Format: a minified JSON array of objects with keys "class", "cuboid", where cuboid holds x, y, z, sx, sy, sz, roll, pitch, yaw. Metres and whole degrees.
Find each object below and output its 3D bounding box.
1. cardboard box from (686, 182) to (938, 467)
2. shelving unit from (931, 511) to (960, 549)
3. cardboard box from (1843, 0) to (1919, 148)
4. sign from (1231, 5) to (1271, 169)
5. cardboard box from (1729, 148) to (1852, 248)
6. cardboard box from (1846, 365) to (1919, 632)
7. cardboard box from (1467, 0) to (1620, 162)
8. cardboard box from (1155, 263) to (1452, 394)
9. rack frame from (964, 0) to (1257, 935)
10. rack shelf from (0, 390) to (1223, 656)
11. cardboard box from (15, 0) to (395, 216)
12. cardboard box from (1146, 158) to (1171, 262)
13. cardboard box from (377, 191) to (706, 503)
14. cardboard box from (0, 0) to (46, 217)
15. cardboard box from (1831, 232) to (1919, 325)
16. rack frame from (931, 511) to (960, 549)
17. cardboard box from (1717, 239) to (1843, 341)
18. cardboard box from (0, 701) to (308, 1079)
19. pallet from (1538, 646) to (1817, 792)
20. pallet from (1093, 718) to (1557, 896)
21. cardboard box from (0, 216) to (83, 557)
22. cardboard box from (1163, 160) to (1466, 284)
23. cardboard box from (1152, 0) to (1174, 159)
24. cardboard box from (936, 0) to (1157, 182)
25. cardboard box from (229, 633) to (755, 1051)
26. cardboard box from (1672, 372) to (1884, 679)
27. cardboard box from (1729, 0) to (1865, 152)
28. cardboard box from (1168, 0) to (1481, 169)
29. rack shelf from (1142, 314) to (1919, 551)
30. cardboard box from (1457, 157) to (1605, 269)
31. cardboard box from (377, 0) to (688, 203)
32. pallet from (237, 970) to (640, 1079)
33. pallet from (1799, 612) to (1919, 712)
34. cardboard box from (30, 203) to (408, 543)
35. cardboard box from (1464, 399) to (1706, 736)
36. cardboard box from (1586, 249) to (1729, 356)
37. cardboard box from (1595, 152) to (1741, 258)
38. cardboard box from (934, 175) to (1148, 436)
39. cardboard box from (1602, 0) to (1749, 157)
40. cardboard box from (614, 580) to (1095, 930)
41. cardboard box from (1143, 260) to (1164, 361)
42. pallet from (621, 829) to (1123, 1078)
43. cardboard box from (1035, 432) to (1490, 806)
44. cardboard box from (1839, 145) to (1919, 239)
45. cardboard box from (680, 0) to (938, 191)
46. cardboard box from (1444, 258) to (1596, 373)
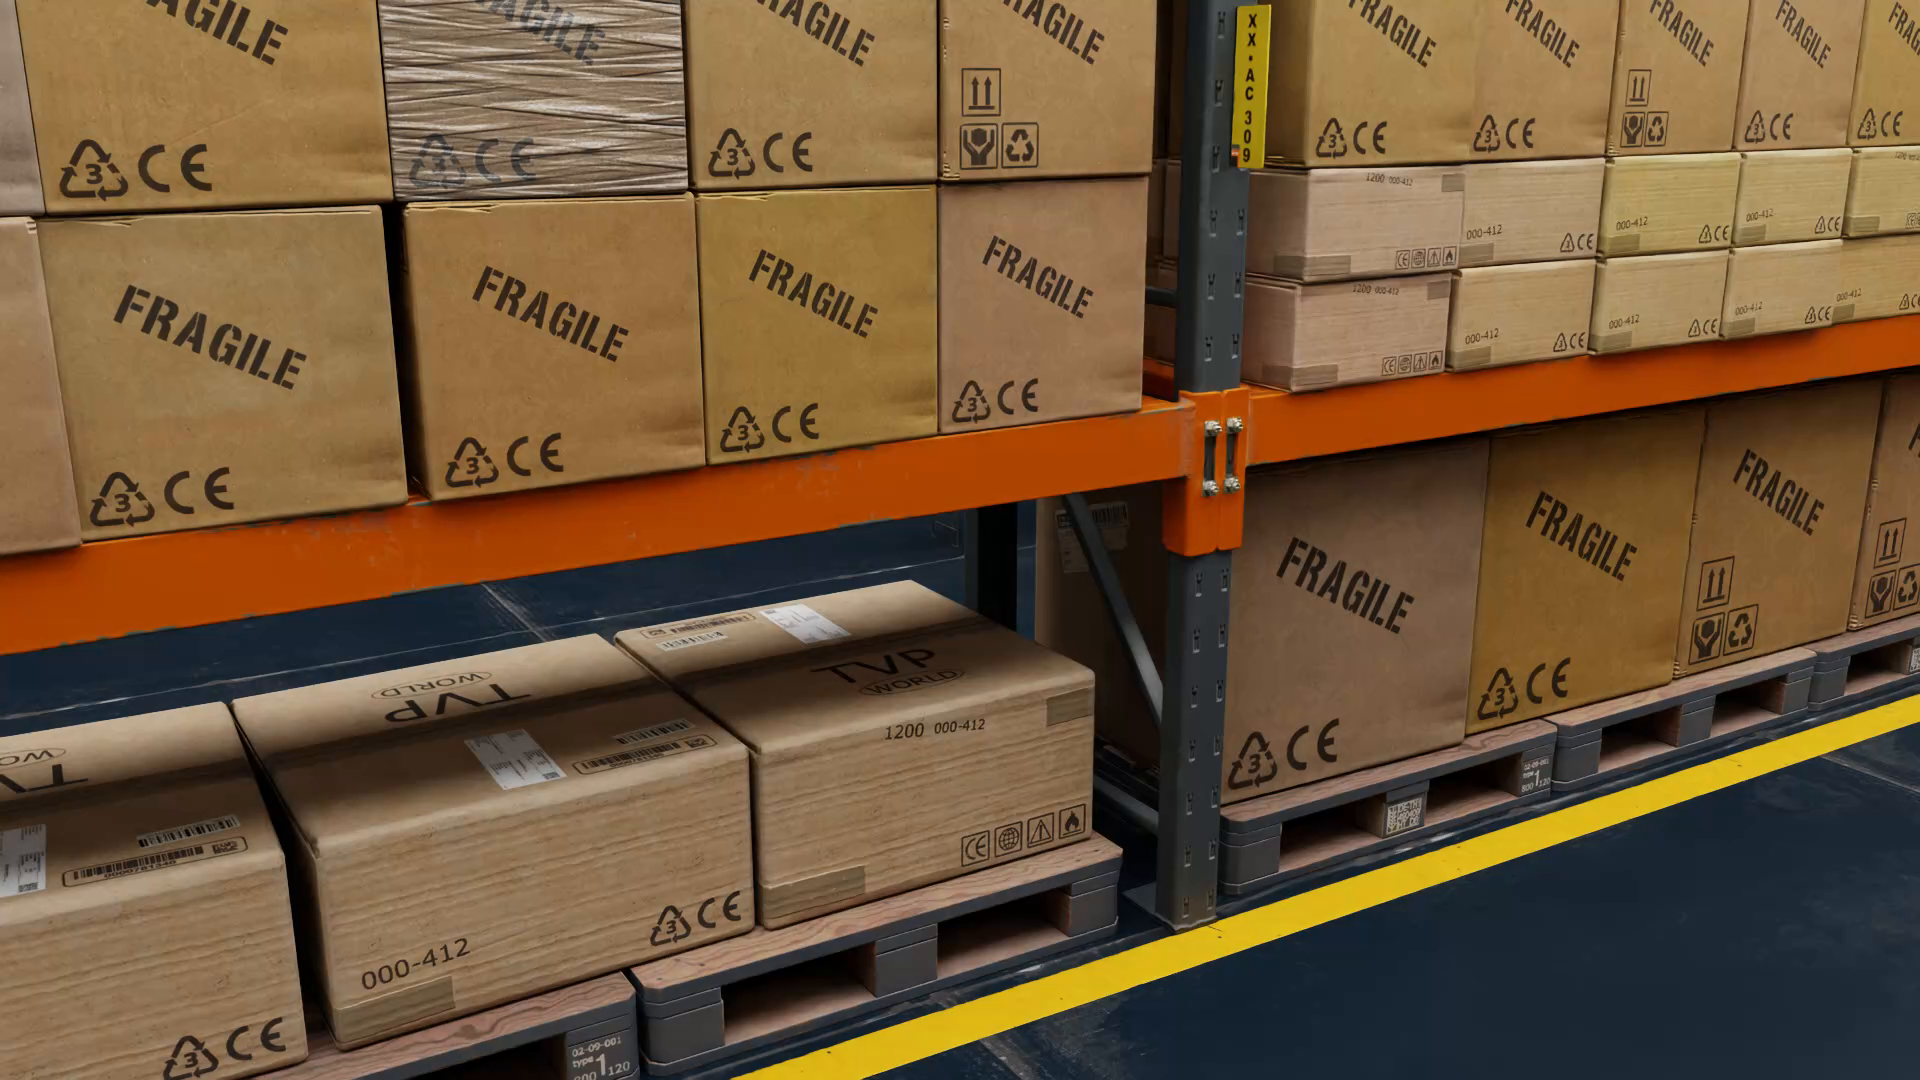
[{"class":"cardboard box","cuboid":[-0.386,-0.467,3.334,0.500,0.500,0.500,-10,18,-31]},{"class":"shelving unit","cuboid":[0.012,-0.580,7.255,0.189,1.200,0.258,-9,18,-30]},{"class":"cardboard box","cuboid":[2.574,-1.428,4.908,0.500,0.500,0.500,-9,18,-30]},{"class":"sign","cuboid":[0.605,-0.942,3.463,0.005,0.325,0.100,-9,18,-30]},{"class":"cardboard box","cuboid":[2.151,-0.994,4.748,0.500,0.250,0.500,-10,18,-31]},{"class":"cardboard box","cuboid":[3.112,-0.274,5.987,0.875,0.875,0.875,-9,18,-30]},{"class":"cardboard box","cuboid":[1.265,-1.217,4.155,0.500,0.500,0.500,-9,18,-30]},{"class":"cardboard box","cuboid":[0.831,-0.543,4.068,0.500,0.250,0.500,-10,18,-31]},{"class":"rack frame","cuboid":[0.318,-0.615,4.048,0.127,3.000,1.000,-9,18,-30]},{"class":"rack shelf","cuboid":[-1.396,0.009,3.153,4.000,0.370,1.077,-9,18,-30]},{"class":"cardboard box","cuboid":[-1.249,-0.806,2.690,0.500,0.500,0.500,-9,18,-29]},{"class":"cardboard box","cuboid":[0.571,-0.901,4.420,0.500,0.250,0.500,-9,18,-30]},{"class":"cardboard box","cuboid":[-0.810,-0.394,3.072,0.500,0.500,0.500,-10,18,-31]},{"class":"cardboard box","cuboid":[-1.676,-0.737,2.442,0.500,0.500,0.500,-9,18,-30]},{"class":"cardboard box","cuboid":[2.577,-0.828,5.084,0.500,0.250,0.500,-9,18,-30]},{"class":"rack frame","cuboid":[-0.066,-0.567,7.210,0.006,1.200,0.240,-9,18,-30]},{"class":"cardboard box","cuboid":[2.155,-0.750,4.807,0.500,0.250,0.500,-10,18,-31]},{"class":"cardboard box","cuboid":[-1.816,0.728,3.224,0.875,0.438,0.875,-9,18,-28]},{"class":"pallet","cuboid":[1.987,0.432,5.478,1.213,0.211,1.003,-9,18,-30]},{"class":"pallet","cuboid":[0.941,0.603,4.869,1.213,0.211,1.003,-9,18,-30]},{"class":"cardboard box","cuboid":[-1.687,-0.251,2.563,0.500,0.500,0.500,-9,18,-30]},{"class":"cardboard box","cuboid":[0.840,-0.780,3.986,0.500,0.250,0.500,-10,18,-31]},{"class":"cardboard box","cuboid":[0.572,-1.265,4.328,0.500,0.500,0.500,-9,18,-28]},{"class":"cardboard box","cuboid":[0.056,-1.015,3.437,0.500,0.500,0.500,-9,18,-30]},{"class":"cardboard box","cuboid":[-1.043,0.603,3.670,0.875,0.438,0.875,-10,18,-31]},{"class":"cardboard box","cuboid":[2.345,-0.151,5.549,0.875,0.875,0.875,-9,18,-29]},{"class":"cardboard box","cuboid":[2.136,-1.359,4.664,0.500,0.500,0.500,-10,18,-31]},{"class":"cardboard box","cuboid":[0.843,-1.140,3.880,0.500,0.500,0.500,-9,18,-29]},{"class":"rack shelf","cuboid":[2.032,-0.547,5.137,4.000,0.370,1.077,-9,18,-30]},{"class":"cardboard box","cuboid":[1.273,-0.859,4.268,0.500,0.250,0.500,-9,18,-29]},{"class":"cardboard box","cuboid":[-0.815,-0.874,2.932,0.500,0.500,0.500,-9,18,-29]},{"class":"pallet","cuboid":[-1.421,0.986,3.503,1.213,0.211,1.003,-9,18,-30]},{"class":"pallet","cuboid":[3.032,0.263,6.079,1.213,0.211,1.003,-9,18,-30]},{"class":"cardboard box","cuboid":[-1.266,-0.325,2.825,0.500,0.500,0.500,-9,18,-28]},{"class":"cardboard box","cuboid":[1.578,-0.027,5.106,0.875,0.875,0.875,-9,18,-28]},{"class":"cardboard box","cuboid":[1.721,-0.683,4.567,0.500,0.250,0.500,-9,18,-30]},{"class":"cardboard box","cuboid":[1.719,-0.923,4.496,0.500,0.250,0.500,-9,18,-29]},{"class":"cardboard box","cuboid":[0.052,-0.540,3.593,0.500,0.500,0.500,-9,18,-29]},{"class":"cardboard box","cuboid":[1.696,-1.286,4.402,0.500,0.500,0.500,-10,18,-31]},{"class":"cardboard box","cuboid":[-0.276,0.479,4.114,0.875,0.438,0.875,-10,18,-31]},{"class":"cardboard box","cuboid":[0.573,-0.664,4.498,0.500,0.250,0.500,-10,18,-31]},{"class":"pallet","cuboid":[-0.374,0.815,4.112,1.213,0.211,1.003,-9,18,-30]},{"class":"cardboard box","cuboid":[0.808,0.101,4.651,0.875,0.875,0.875,-9,18,-28]},{"class":"cardboard box","cuboid":[2.596,-1.066,5.006,0.500,0.250,0.500,-10,18,-31]},{"class":"cardboard box","cuboid":[-0.383,-0.947,3.192,0.500,0.500,0.500,-10,18,-31]},{"class":"cardboard box","cuboid":[1.274,-0.616,4.326,0.500,0.250,0.500,-10,18,-31]}]
